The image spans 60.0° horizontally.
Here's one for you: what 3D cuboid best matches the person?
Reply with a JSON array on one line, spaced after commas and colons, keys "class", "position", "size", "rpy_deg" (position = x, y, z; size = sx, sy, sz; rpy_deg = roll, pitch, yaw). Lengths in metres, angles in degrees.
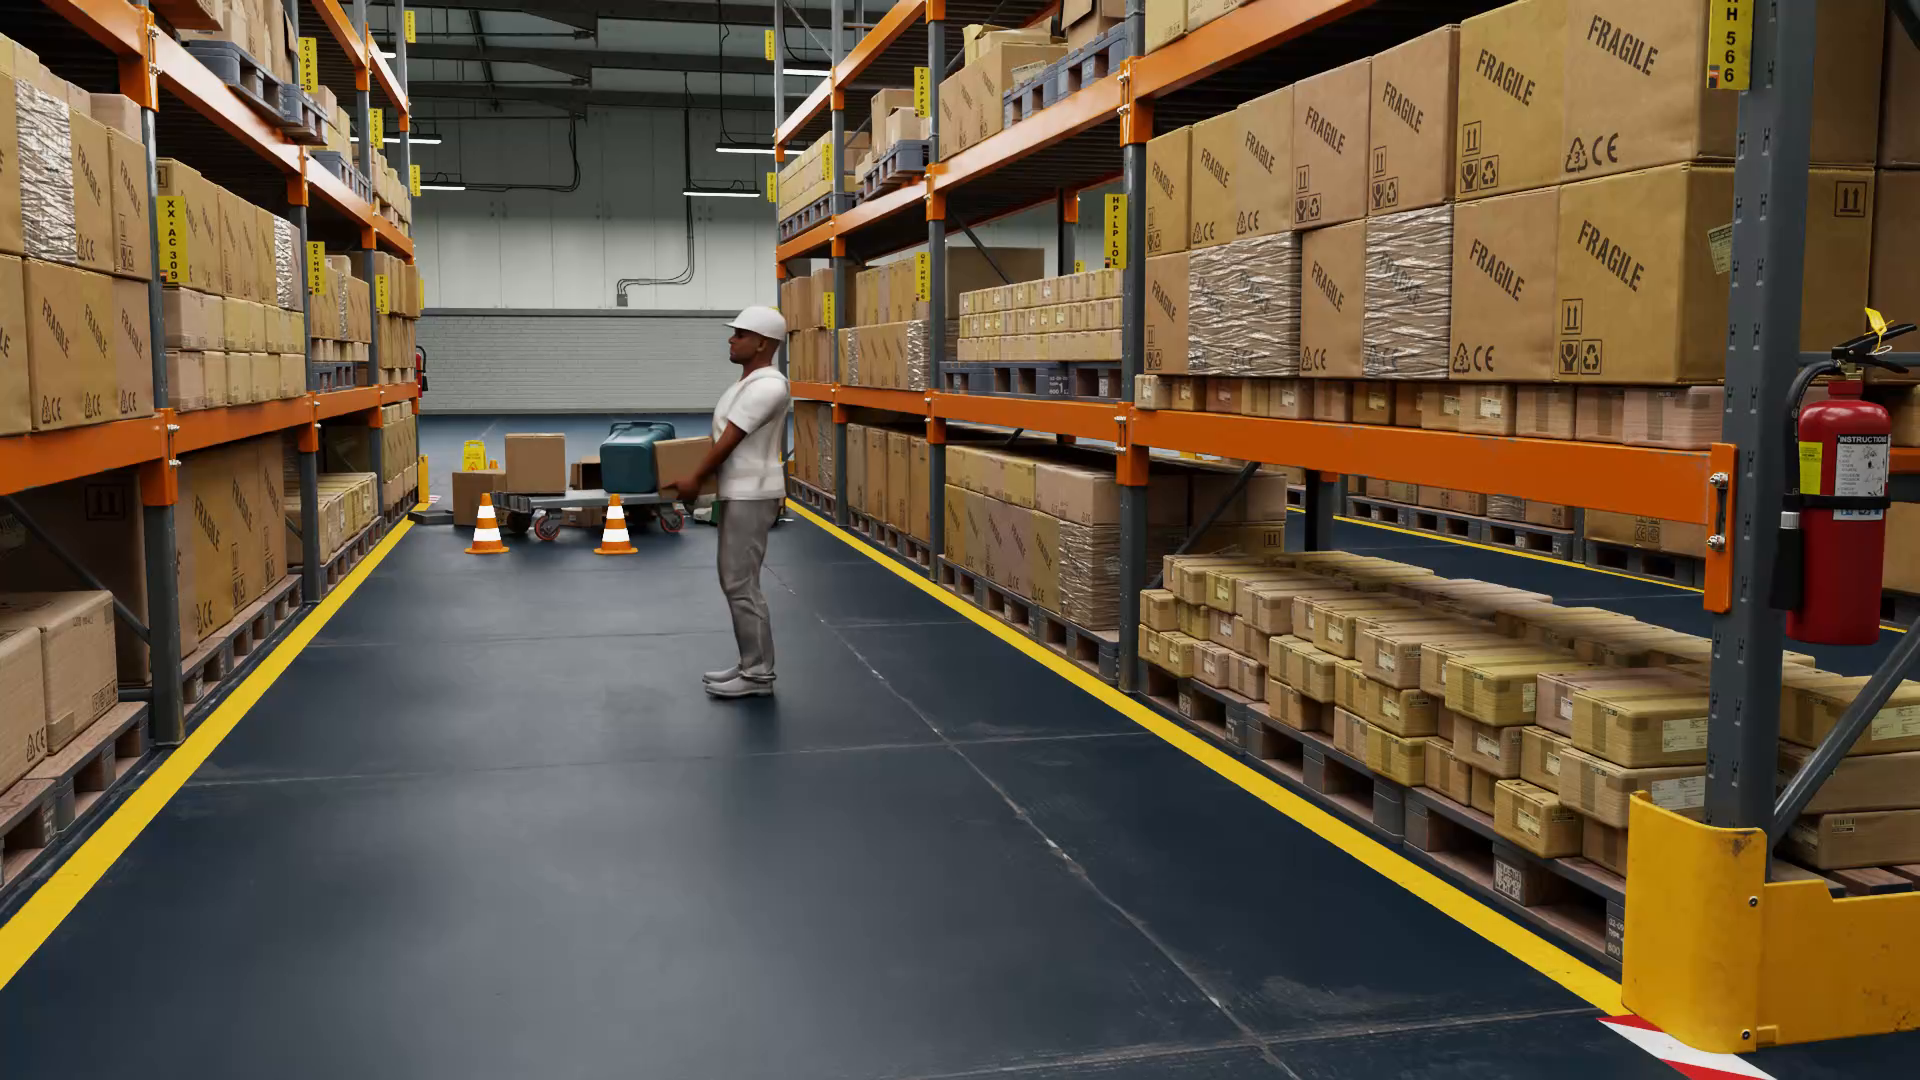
[{"class": "person", "position": [-1.062, -0.177, 7.543], "size": [0.587, 1.758, 0.502], "rpy_deg": [-1, 6, -13]}]
